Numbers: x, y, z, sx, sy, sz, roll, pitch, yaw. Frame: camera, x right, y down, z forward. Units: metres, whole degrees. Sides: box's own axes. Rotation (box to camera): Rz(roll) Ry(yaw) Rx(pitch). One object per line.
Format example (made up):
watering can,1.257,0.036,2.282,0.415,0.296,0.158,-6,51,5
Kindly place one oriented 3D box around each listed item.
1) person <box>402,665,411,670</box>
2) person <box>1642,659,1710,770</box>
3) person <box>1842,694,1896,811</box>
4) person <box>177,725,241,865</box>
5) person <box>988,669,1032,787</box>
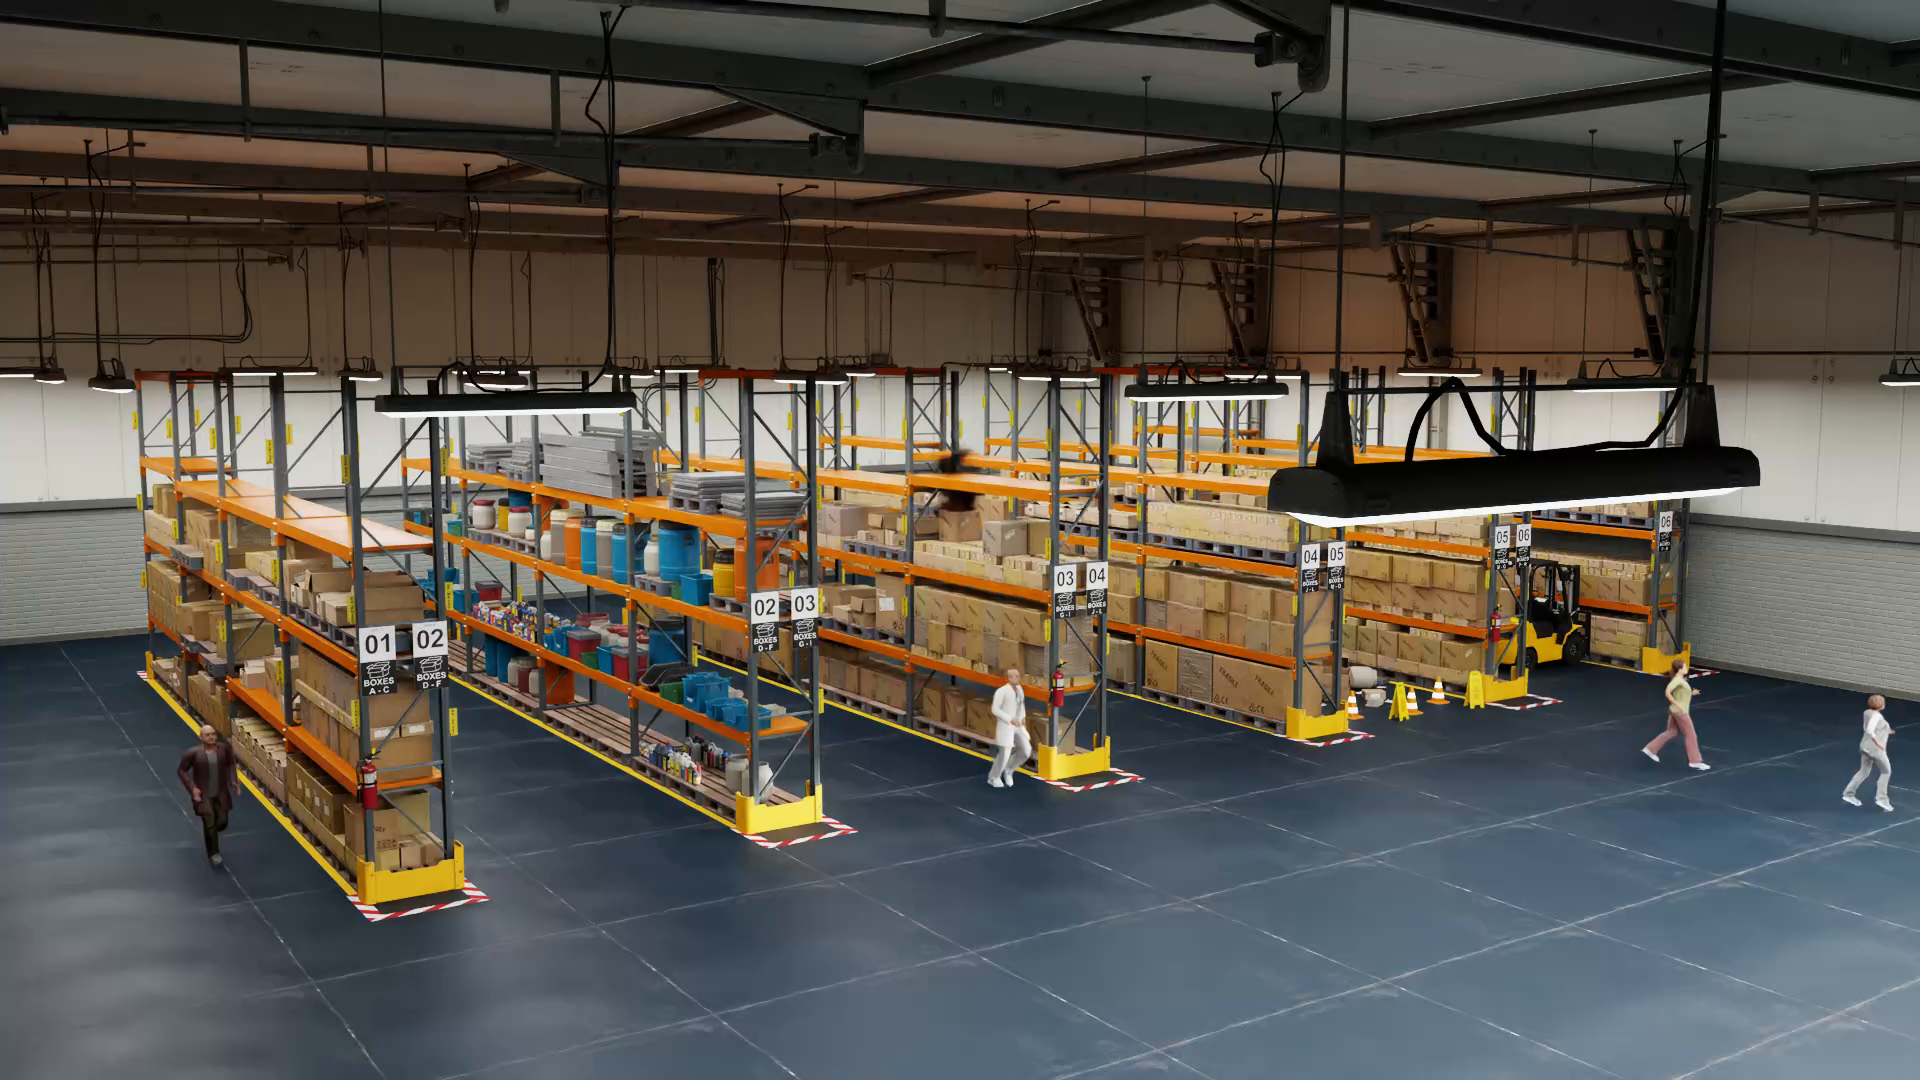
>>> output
person,-9.690,2.265,28.603,0.608,1.650,0.943,-6,9,-42
person,10.910,2.629,25.255,0.964,1.659,0.573,1,7,13
person,12.598,2.939,22.979,0.675,1.636,0.521,0,6,-1
person,-9.397,3.144,20.754,0.694,1.731,0.693,-6,9,-43
person,0.761,2.738,24.223,0.777,1.743,0.647,-6,9,-45
